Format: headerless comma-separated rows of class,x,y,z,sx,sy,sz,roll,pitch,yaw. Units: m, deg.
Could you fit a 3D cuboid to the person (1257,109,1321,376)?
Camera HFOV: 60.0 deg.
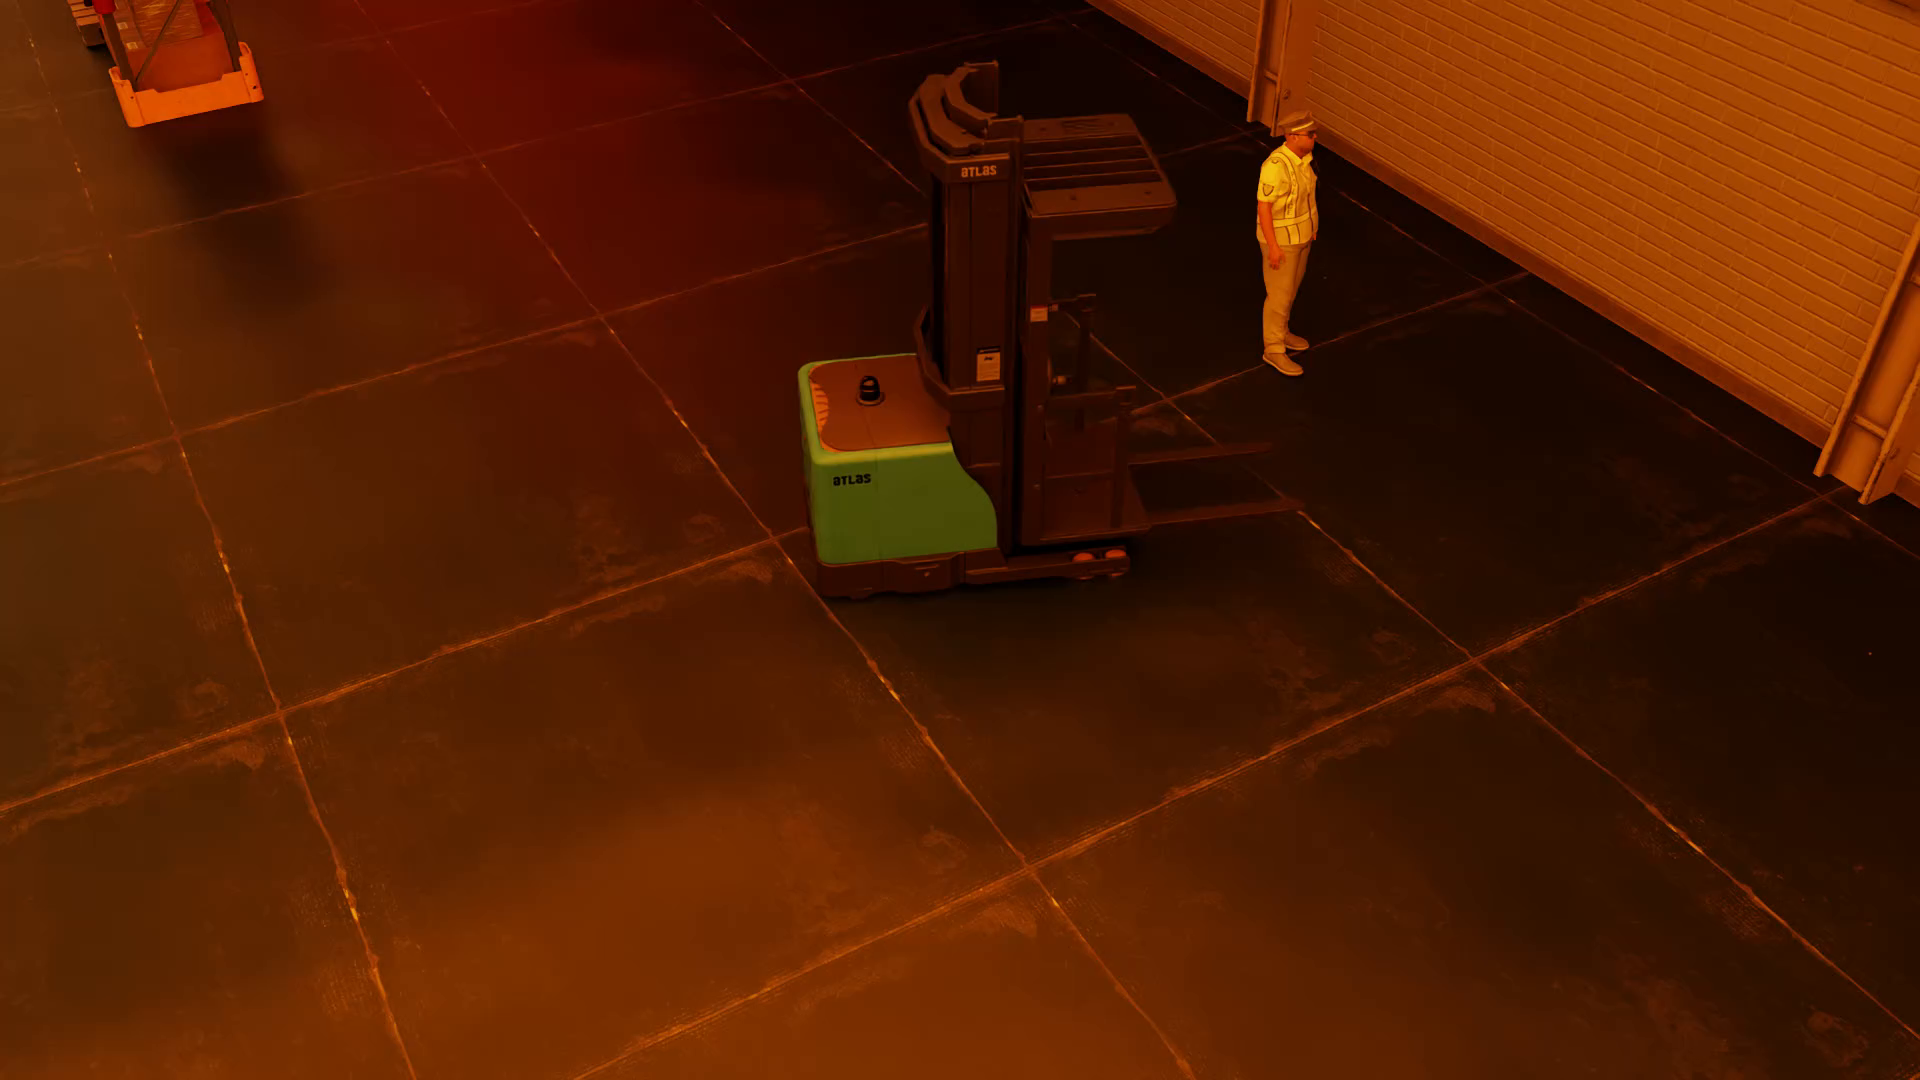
person,2.325,-2.081,11.433,0.576,1.781,0.638,25,46,27

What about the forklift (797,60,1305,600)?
forklift,0.580,-1.215,9.501,3.031,2.935,1.130,-6,40,-7
